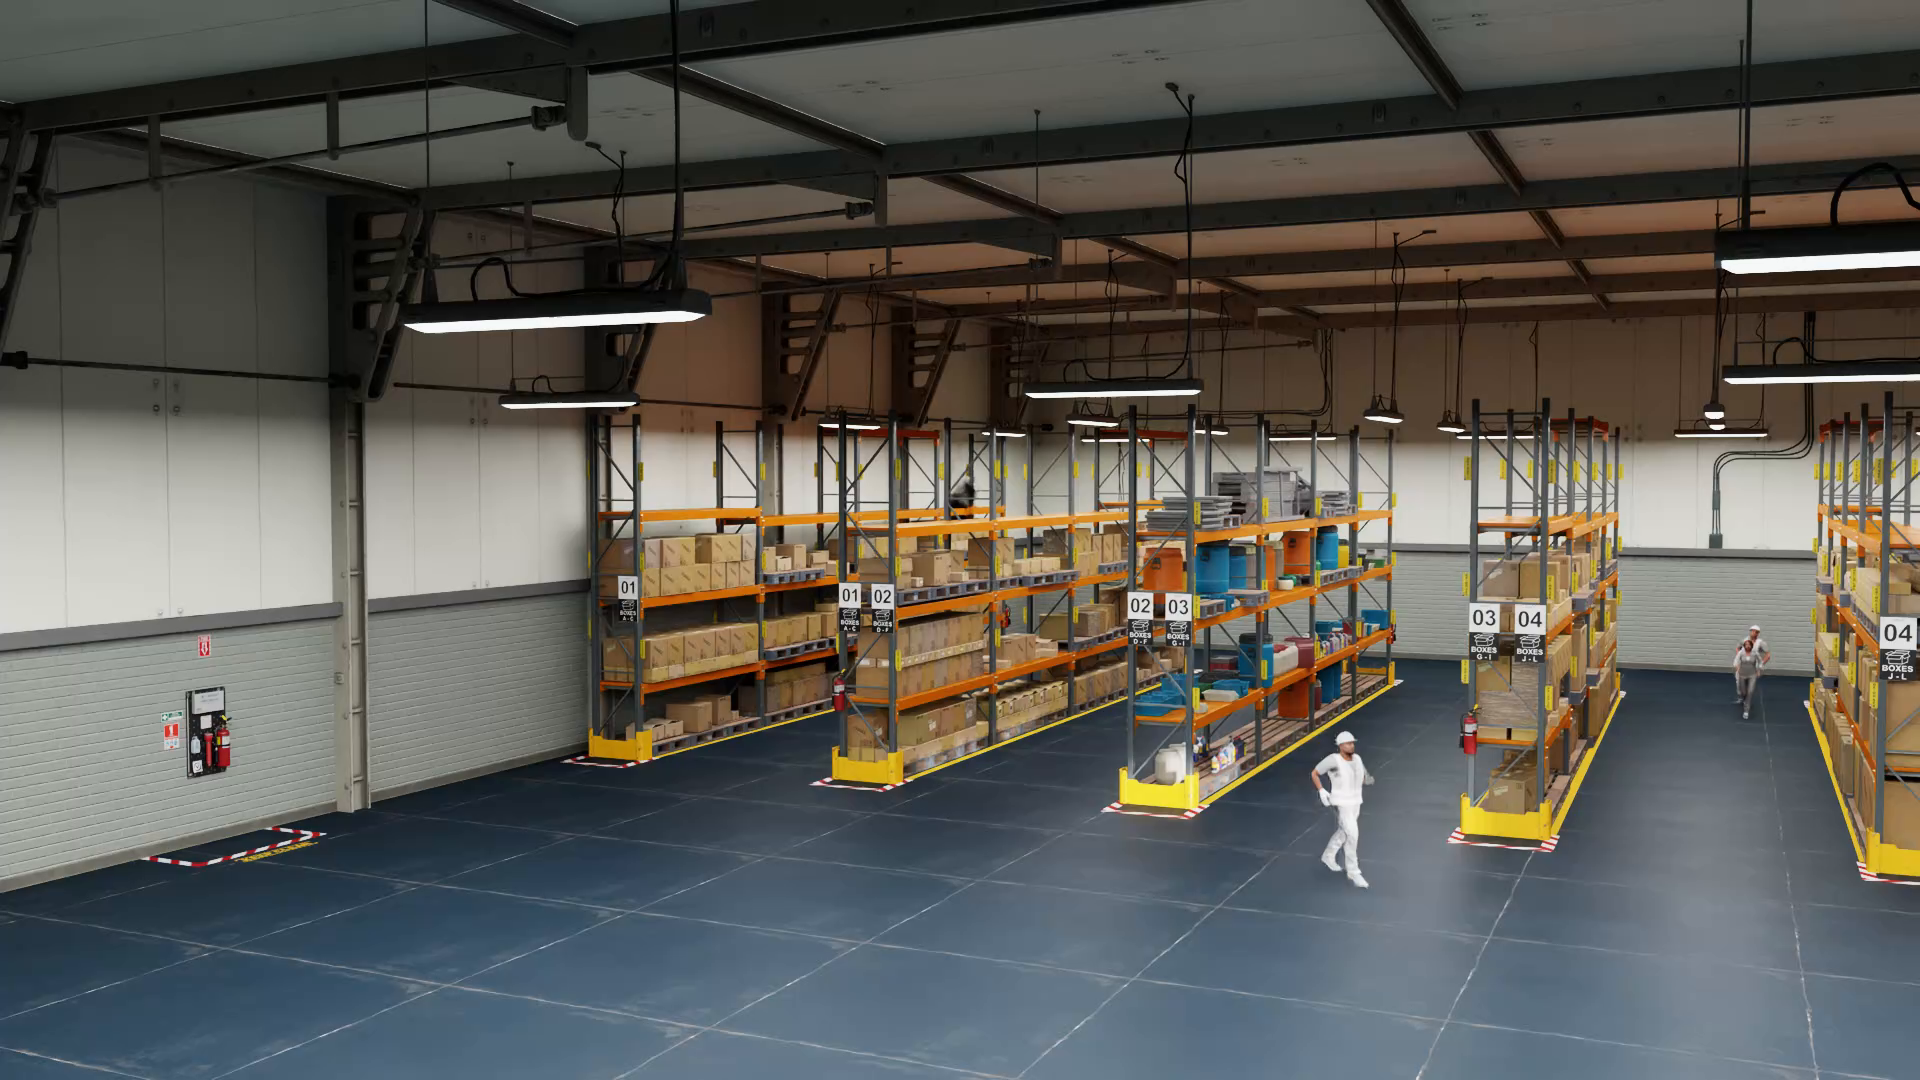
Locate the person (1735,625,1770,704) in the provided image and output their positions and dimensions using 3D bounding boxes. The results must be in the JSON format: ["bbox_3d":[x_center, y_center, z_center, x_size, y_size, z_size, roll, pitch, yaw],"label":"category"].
[{"bbox_3d":[16.874,2.684,35.571,0.505,1.718,0.710,-2,3,-45],"label":"person"}]

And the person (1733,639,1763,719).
[{"bbox_3d":[16.135,2.826,34.050,0.553,1.588,0.796,1,3,28],"label":"person"}]

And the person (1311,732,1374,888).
[{"bbox_3d":[4.714,3.257,20.345,0.672,1.830,0.853,-2,3,-37],"label":"person"}]
